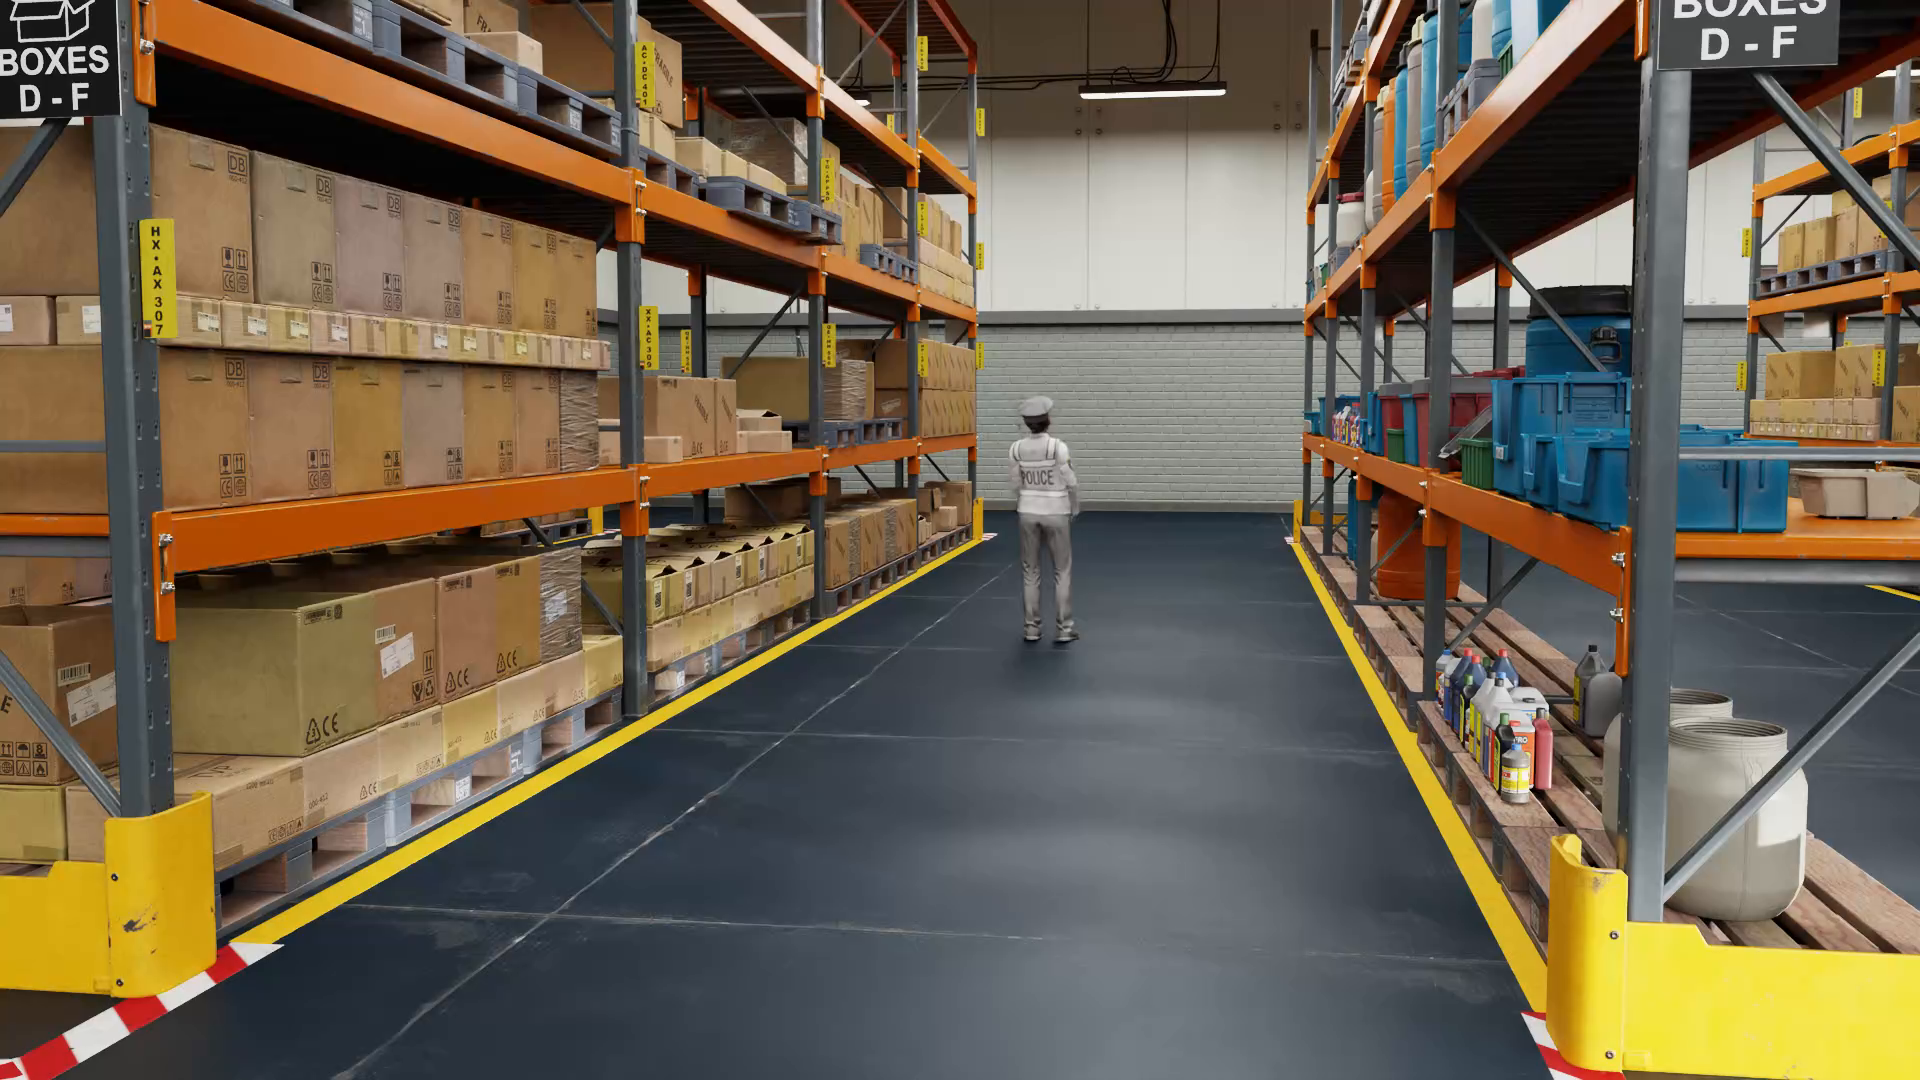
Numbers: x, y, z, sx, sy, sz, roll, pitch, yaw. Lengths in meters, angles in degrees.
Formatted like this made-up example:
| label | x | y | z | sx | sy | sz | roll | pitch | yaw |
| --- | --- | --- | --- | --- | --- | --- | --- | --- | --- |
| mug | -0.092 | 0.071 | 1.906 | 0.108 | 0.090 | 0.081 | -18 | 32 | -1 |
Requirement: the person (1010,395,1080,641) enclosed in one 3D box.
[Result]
| label | x | y | z | sx | sy | sz | roll | pitch | yaw |
| --- | --- | --- | --- | --- | --- | --- | --- | --- | --- |
| person | 0.591 | -0.149 | 11.524 | 0.471 | 1.700 | 0.543 | 2 | 5 | 25 |
